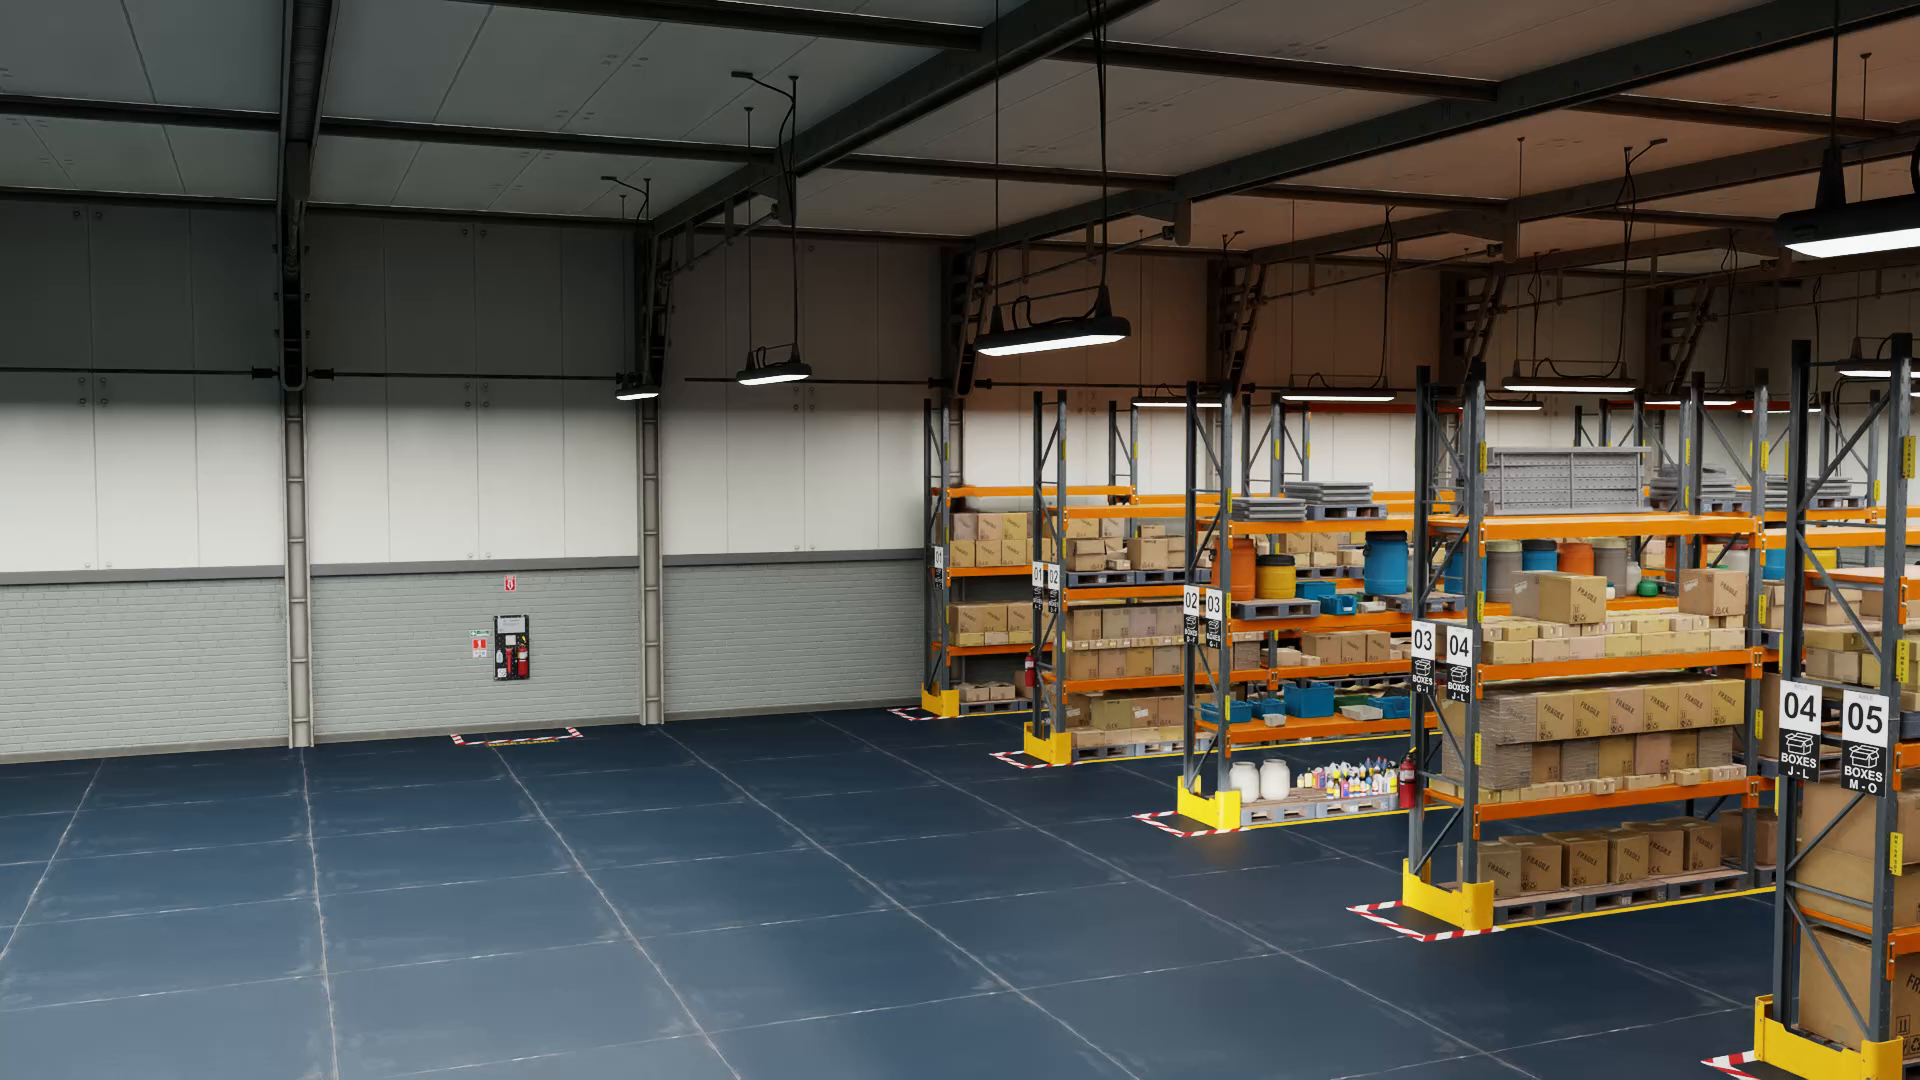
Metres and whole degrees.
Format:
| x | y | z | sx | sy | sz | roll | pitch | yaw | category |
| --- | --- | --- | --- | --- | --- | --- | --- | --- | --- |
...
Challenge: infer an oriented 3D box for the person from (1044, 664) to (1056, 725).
| x | y | z | sx | sy | sz | roll | pitch | yaw | category |
| --- | --- | --- | --- | --- | --- | --- | --- | --- | --- |
| 1.772 | 2.596 | 30.520 | 0.549 | 1.590 | 0.459 | 0 | 3 | 2 | person |
